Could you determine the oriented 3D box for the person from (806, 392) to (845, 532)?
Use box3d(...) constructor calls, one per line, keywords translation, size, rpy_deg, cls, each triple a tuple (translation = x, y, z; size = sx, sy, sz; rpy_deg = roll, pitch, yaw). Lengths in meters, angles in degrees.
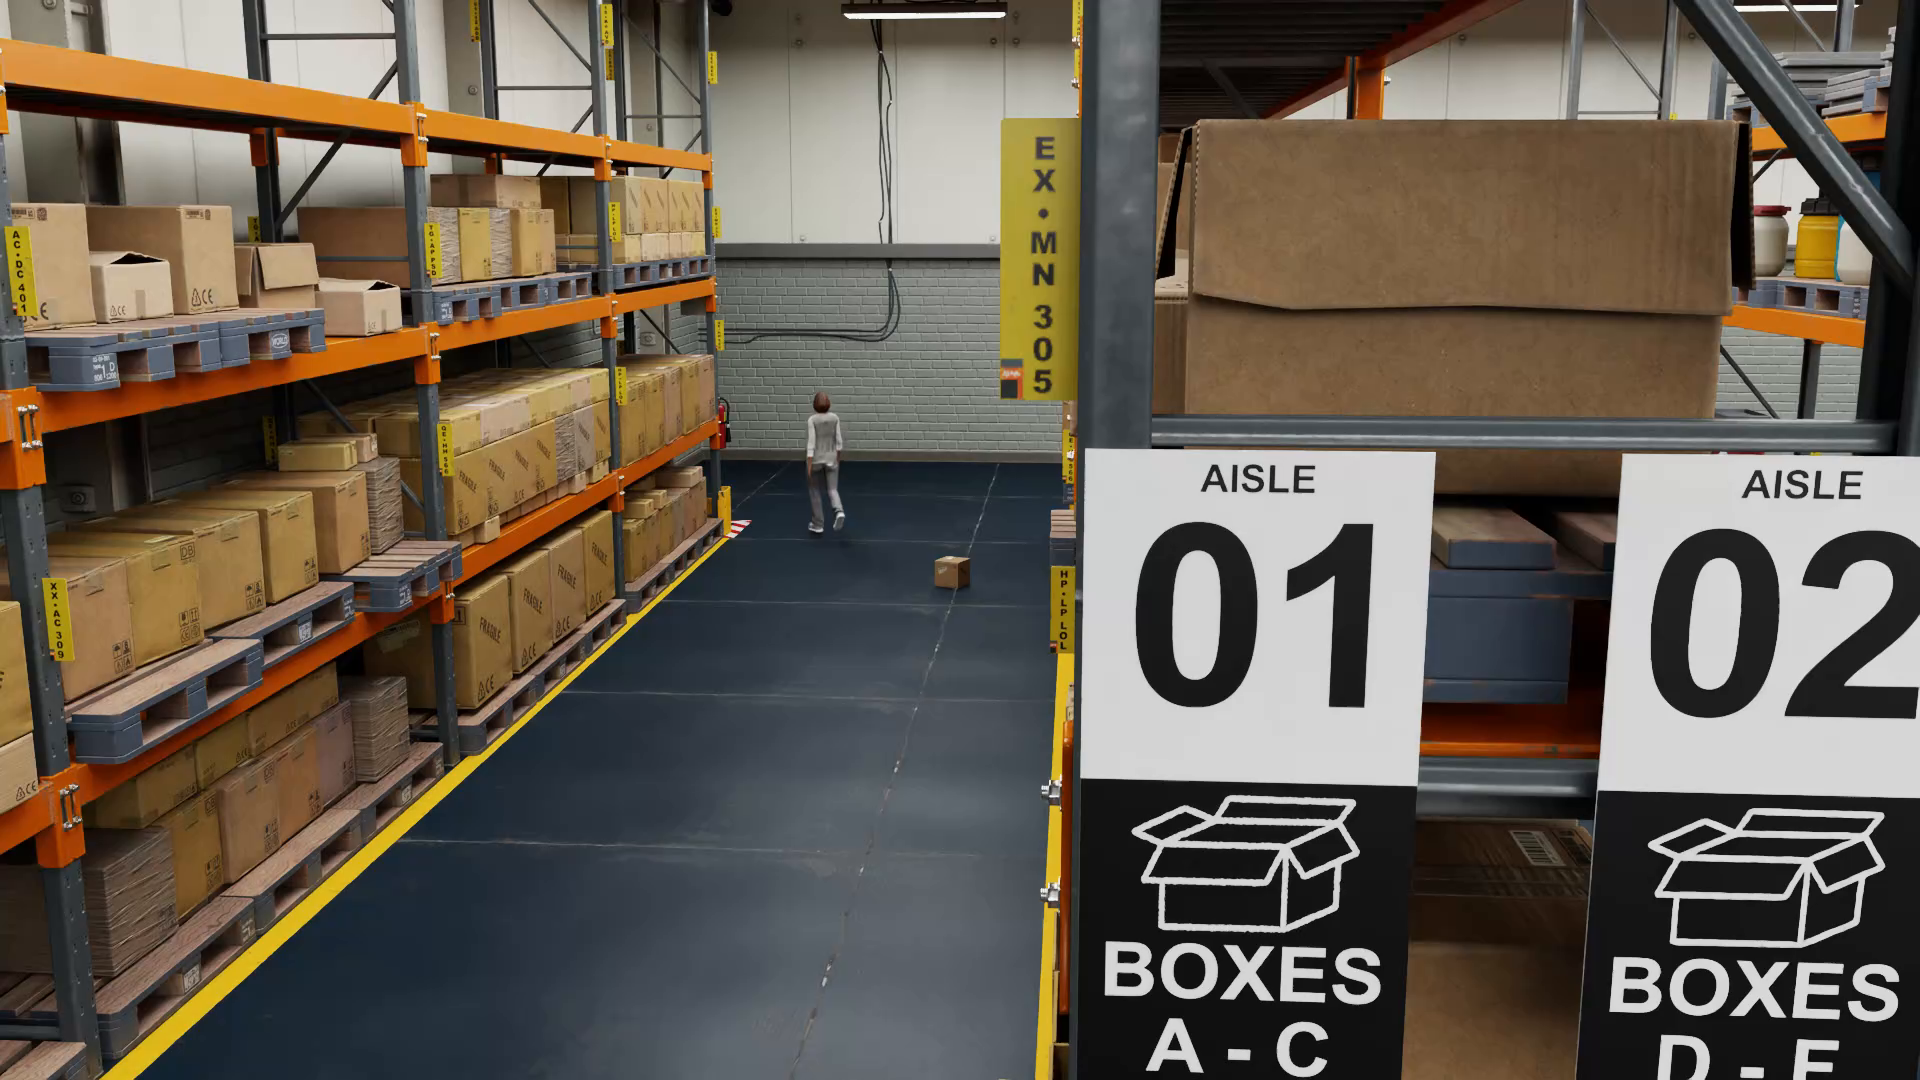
box3d(translation=(-1.479, -0.837, 18.214), size=(0.416, 1.568, 0.741), rpy_deg=(-4, 12, -22), cls="person")
